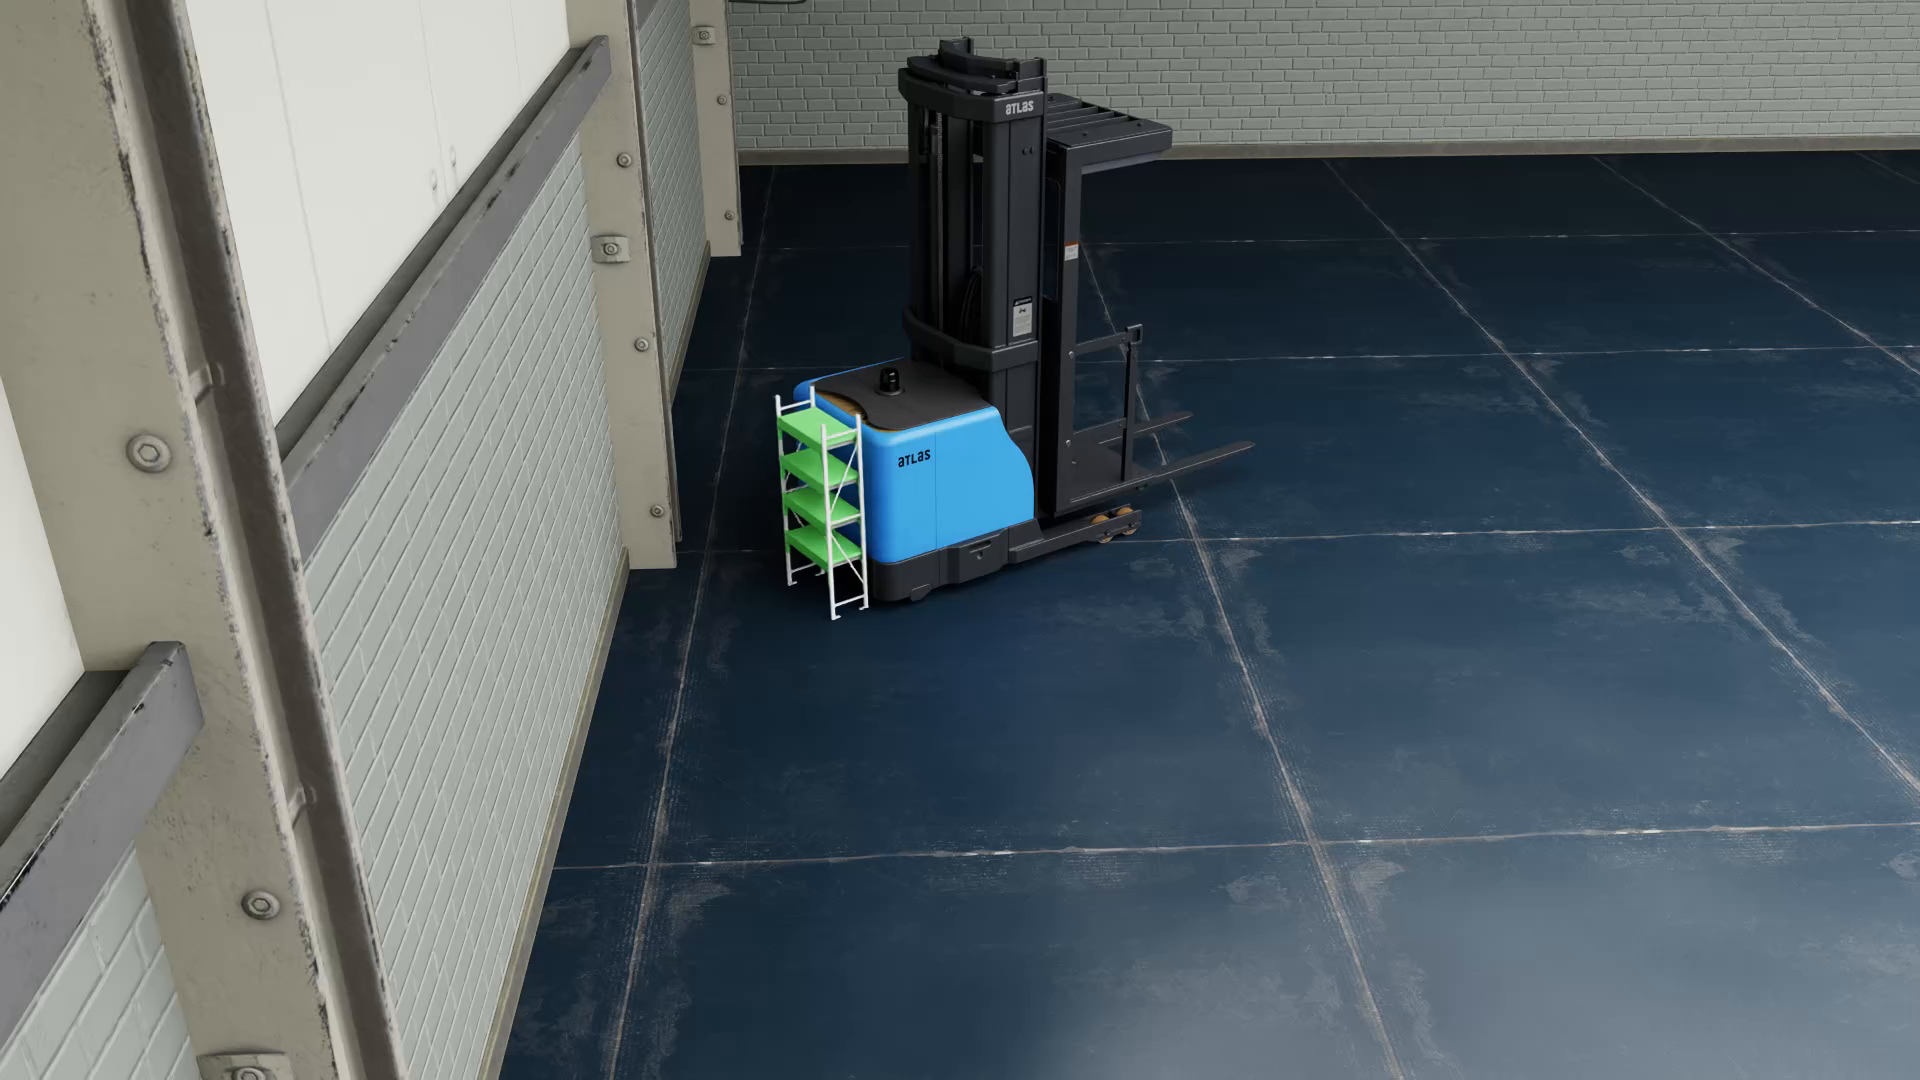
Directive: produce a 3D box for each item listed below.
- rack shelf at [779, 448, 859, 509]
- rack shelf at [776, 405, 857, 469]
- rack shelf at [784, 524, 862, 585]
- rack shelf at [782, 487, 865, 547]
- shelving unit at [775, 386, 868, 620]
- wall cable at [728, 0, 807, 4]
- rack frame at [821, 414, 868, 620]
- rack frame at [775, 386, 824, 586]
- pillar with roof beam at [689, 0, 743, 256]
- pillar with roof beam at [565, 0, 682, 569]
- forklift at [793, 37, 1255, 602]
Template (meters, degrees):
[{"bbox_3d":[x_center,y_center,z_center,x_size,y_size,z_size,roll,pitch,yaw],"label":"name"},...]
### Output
[{"bbox_3d":[-0.775,-0.361,9.260,0.258,0.148,0.480,-19,33,-30],"label":"rack shelf"},{"bbox_3d":[-0.777,-0.573,9.147,0.258,0.148,0.480,-19,33,-30],"label":"rack shelf"},{"bbox_3d":[-0.770,0.063,9.485,0.258,0.148,0.480,-19,33,-30],"label":"rack shelf"},{"bbox_3d":[-0.772,-0.149,9.372,0.258,0.148,0.480,-19,33,-30],"label":"rack shelf"},{"bbox_3d":[-0.773,-0.205,9.342,0.258,1.200,0.503,-19,33,-30],"label":"shelving unit"},{"bbox_3d":[-1.008,-6.697,16.718,3.097,2.526,0.112,-1,28,-3],"label":"wall cable"},{"bbox_3d":[-0.633,-0.113,9.165,0.240,1.200,0.015,-19,33,-30],"label":"rack frame"},{"bbox_3d":[-0.913,-0.298,9.519,0.240,1.200,0.015,-19,33,-30],"label":"rack frame"},{"bbox_3d":[2.124,-6.786,13.530,9.100,9.000,0.400,-1,28,-3],"label":"pillar with roof beam"},{"bbox_3d":[2.437,-4.015,8.217,9.100,9.000,0.400,-1,28,-3],"label":"pillar with roof beam"},{"bbox_3d":[0.517,-1.464,9.888,3.031,2.935,1.130,-18,32,-30],"label":"forklift"}]
